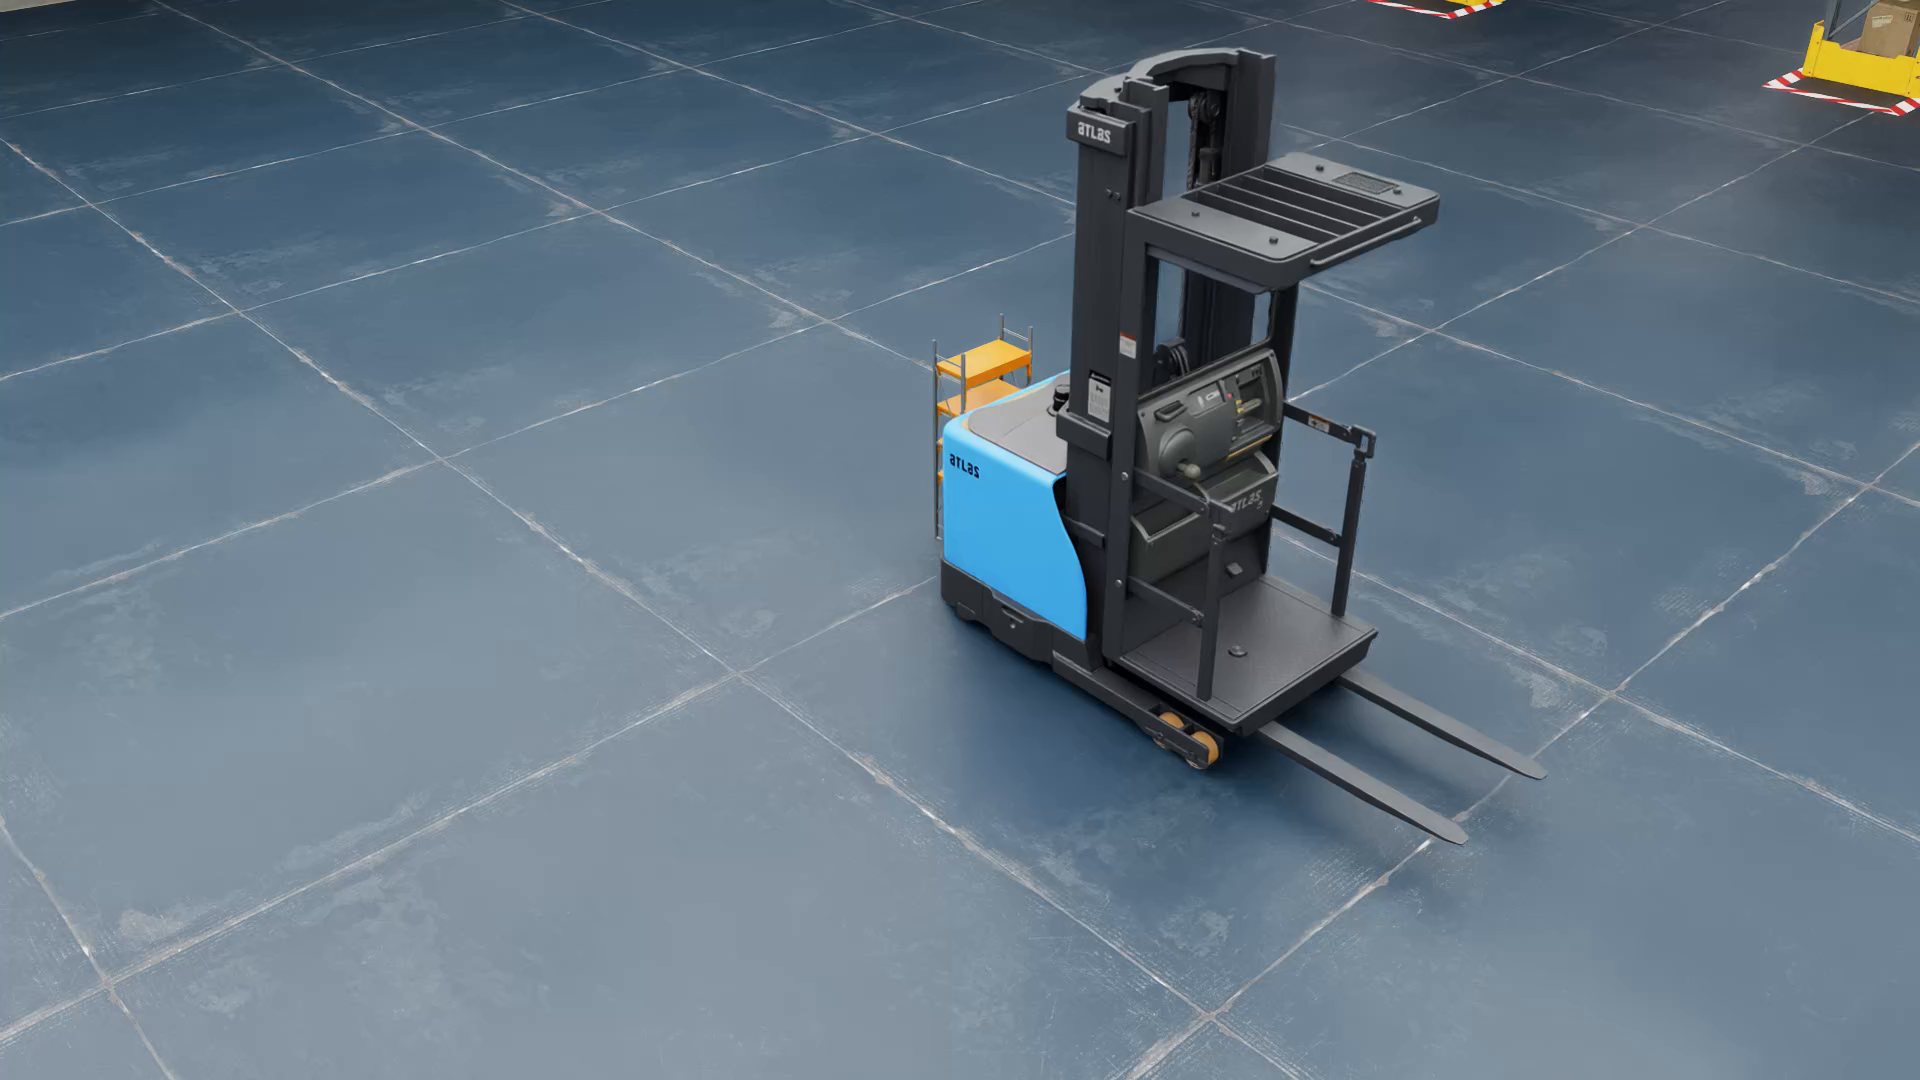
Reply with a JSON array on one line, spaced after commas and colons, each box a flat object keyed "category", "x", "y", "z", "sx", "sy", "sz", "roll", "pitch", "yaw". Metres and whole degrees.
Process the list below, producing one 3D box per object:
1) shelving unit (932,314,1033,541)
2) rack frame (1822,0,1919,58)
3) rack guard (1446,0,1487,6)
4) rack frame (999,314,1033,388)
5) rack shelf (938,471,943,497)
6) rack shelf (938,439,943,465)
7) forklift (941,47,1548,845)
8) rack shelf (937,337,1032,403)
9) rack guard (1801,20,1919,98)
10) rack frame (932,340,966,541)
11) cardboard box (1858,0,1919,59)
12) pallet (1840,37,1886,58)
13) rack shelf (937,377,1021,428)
[{"category": "shelving unit", "x": 0.121, "y": -0.571, "z": 9.033, "sx": 0.503, "sy": 1.200, "sz": 0.258, "roll": -26, "pitch": 40, "yaw": -35}, {"category": "rack frame", "x": 9.080, "y": -5.869, "z": 15.972, "sx": 0.127, "sy": 3.000, "sz": 1.000, "roll": -26, "pitch": 40, "yaw": -35}, {"category": "rack guard", "x": 5.737, "y": -6.742, "z": 19.797, "sx": 0.348, "sy": 0.500, "sz": 1.175, "roll": -26, "pitch": 40, "yaw": -35}, {"category": "rack frame", "x": 0.300, "y": -0.657, "z": 9.175, "sx": 0.015, "sy": 1.200, "sz": 0.240, "roll": -26, "pitch": 40, "yaw": -35}, {"category": "rack shelf", "x": 0.121, "y": -0.344, "z": 9.172, "sx": 0.480, "sy": 0.148, "sz": 0.258, "roll": -26, "pitch": 40, "yaw": -35}, {"category": "rack shelf", "x": 0.121, "y": -0.513, "z": 9.068, "sx": 0.480, "sy": 0.148, "sz": 0.258, "roll": -26, "pitch": 40, "yaw": -35}, {"category": "forklift", "x": 1.268, "y": -0.514, "z": 7.281, "sx": 1.130, "sy": 2.935, "sz": 3.031, "roll": -26, "pitch": 40, "yaw": -35}, {"category": "rack shelf", "x": 0.121, "y": -0.906, "z": 8.828, "sx": 0.480, "sy": 0.148, "sz": 0.258, "roll": -26, "pitch": 40, "yaw": -35}, {"category": "rack guard", "x": 9.136, "y": -4.829, "z": 16.669, "sx": 0.348, "sy": 0.500, "sz": 1.175, "roll": -26, "pitch": 40, "yaw": -35}, {"category": "rack frame", "x": -0.058, "y": -0.484, "z": 8.891, "sx": 0.015, "sy": 1.200, "sz": 0.240, "roll": -26, "pitch": 40, "yaw": -35}, {"category": "cardboard box", "x": 9.550, "y": -5.197, "z": 16.867, "sx": 0.500, "sy": 0.500, "sz": 0.500, "roll": -18, "pitch": 36, "yaw": -27}, {"category": "pallet", "x": 9.756, "y": -4.981, "z": 17.193, "sx": 1.213, "sy": 0.211, "sz": 1.003, "roll": -26, "pitch": 40, "yaw": -35}, {"category": "rack shelf", "x": 0.121, "y": -0.704, "z": 8.951, "sx": 0.480, "sy": 0.148, "sz": 0.258, "roll": -26, "pitch": 40, "yaw": -35}]
